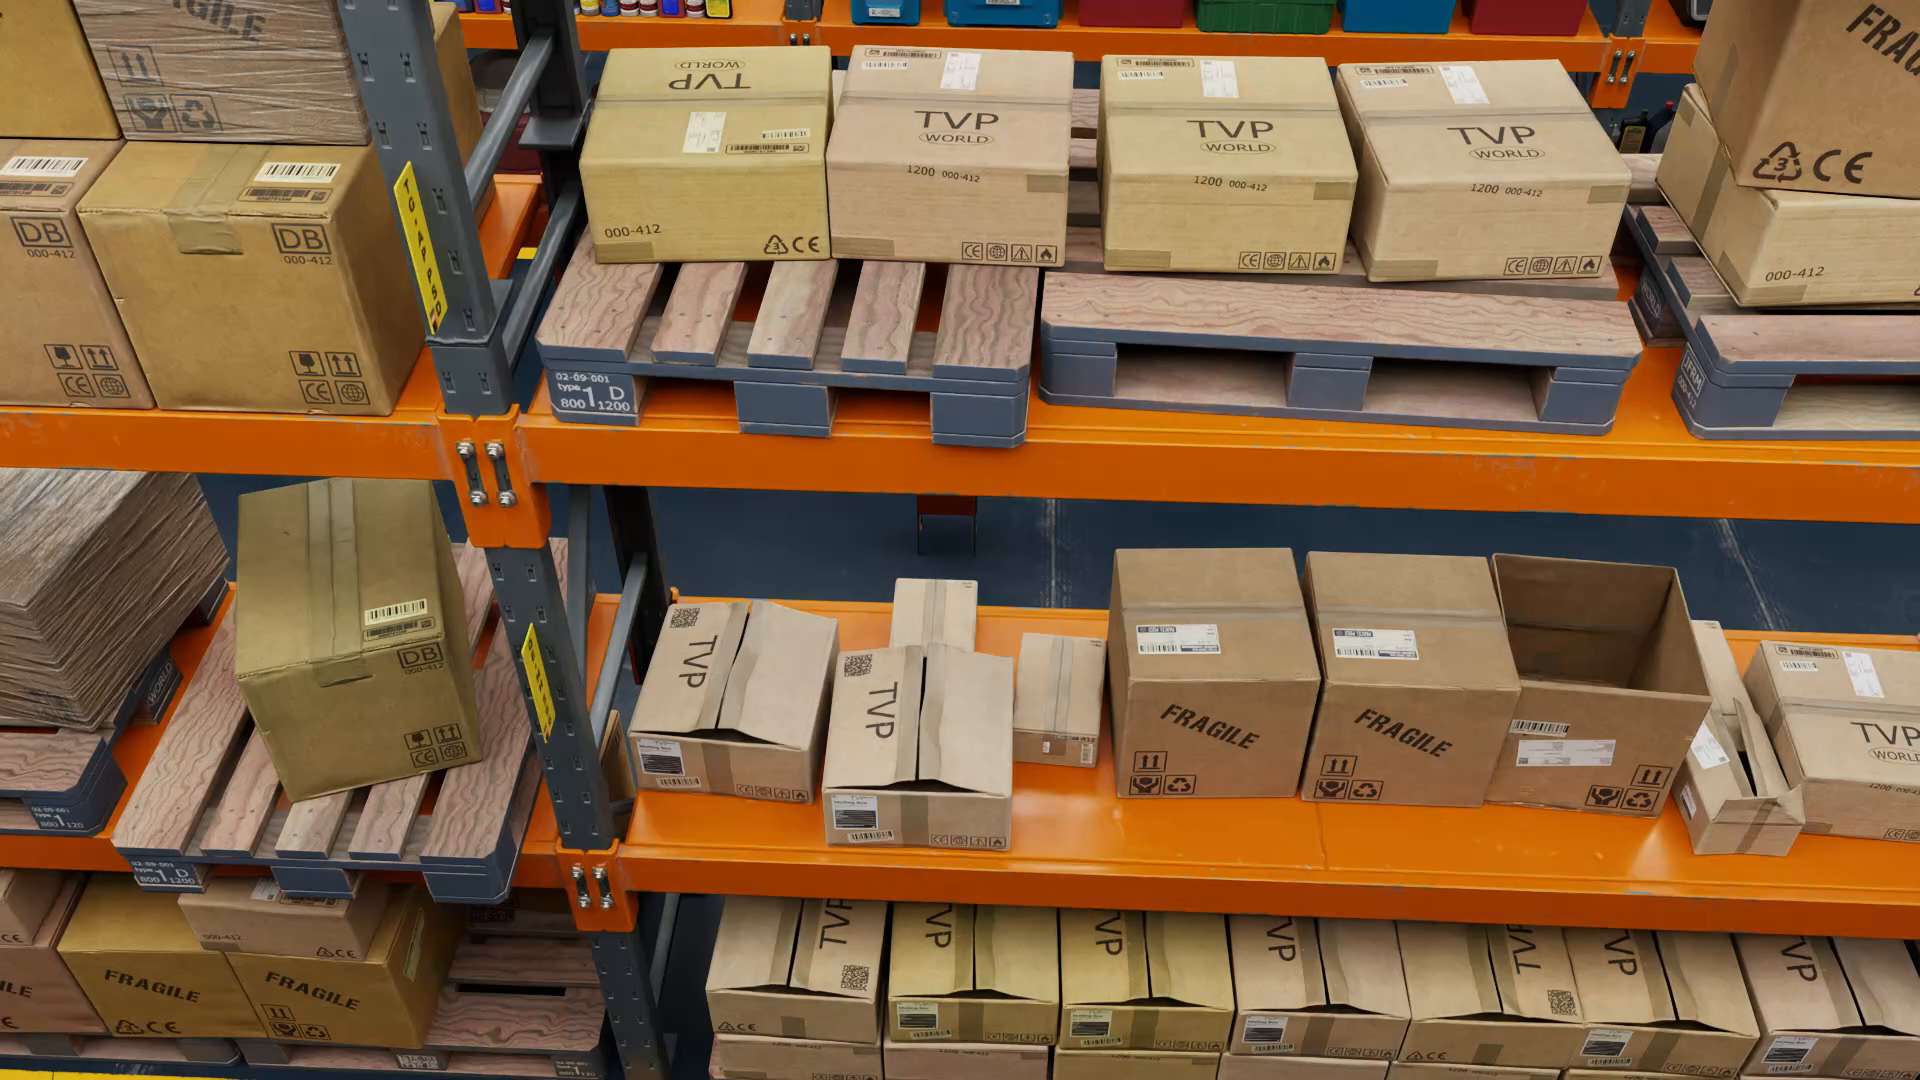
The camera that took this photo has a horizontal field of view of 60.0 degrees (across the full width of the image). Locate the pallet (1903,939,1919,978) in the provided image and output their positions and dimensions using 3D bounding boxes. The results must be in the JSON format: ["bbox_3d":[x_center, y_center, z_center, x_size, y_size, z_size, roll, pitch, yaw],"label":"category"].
[{"bbox_3d":[3.798,1.564,5.501,1.213,0.211,1.003,2,43,2],"label":"pallet"}]

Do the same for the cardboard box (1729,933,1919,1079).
[{"bbox_3d":[2.588,1.321,5.014,0.500,0.311,0.500,2,43,2],"label":"cardboard box"}]

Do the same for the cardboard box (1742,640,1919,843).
[{"bbox_3d":[2.512,0.561,4.643,0.500,0.250,0.500,4,43,5],"label":"cardboard box"}]

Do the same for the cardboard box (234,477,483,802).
[{"bbox_3d":[-1.625,0.235,4.501,0.500,0.500,0.700,-12,44,-12],"label":"cardboard box"}]

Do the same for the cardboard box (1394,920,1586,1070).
[{"bbox_3d":[1.570,1.292,5.045,0.500,0.311,0.500,2,43,2],"label":"cardboard box"}]

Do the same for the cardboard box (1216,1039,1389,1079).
[{"bbox_3d":[1.054,1.479,5.256,0.500,0.250,0.500,3,43,3],"label":"cardboard box"}]

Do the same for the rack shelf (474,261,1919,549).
[{"bbox_3d":[1.008,-0.405,3.896,4.000,0.370,1.077,2,43,2],"label":"rack shelf"}]

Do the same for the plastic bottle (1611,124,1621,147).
[{"bbox_3d":[3.609,-2.220,9.248,0.097,0.201,0.097,0,43,0],"label":"plastic bottle"}]

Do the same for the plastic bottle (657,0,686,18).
[{"bbox_3d":[-1.417,-2.691,8.109,0.133,0.283,0.061,2,43,2],"label":"plastic bottle"}]

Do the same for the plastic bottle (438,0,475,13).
[{"bbox_3d":[-2.486,-2.777,8.152,0.185,0.351,0.144,2,43,2],"label":"plastic bottle"}]

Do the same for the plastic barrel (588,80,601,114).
[{"bbox_3d":[-1.821,-2.208,9.022,0.421,0.512,0.421,0,43,0],"label":"plastic barrel"}]

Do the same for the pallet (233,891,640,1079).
[{"bbox_3d":[-1.734,1.340,5.742,1.213,0.211,1.003,2,43,2],"label":"pallet"}]

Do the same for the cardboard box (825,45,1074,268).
[{"bbox_3d":[-0.010,-0.849,3.647,0.500,0.250,0.500,3,43,3],"label":"cardboard box"}]

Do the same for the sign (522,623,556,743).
[{"bbox_3d":[-1.005,0.343,3.975,0.005,0.325,0.100,2,43,2],"label":"sign"}]

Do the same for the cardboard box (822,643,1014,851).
[{"bbox_3d":[-0.106,0.560,4.599,0.500,0.311,0.500,1,43,1],"label":"cardboard box"}]

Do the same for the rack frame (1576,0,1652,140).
[{"bbox_3d":[3.232,-2.882,8.228,0.127,3.000,1.000,2,43,2],"label":"rack frame"}]

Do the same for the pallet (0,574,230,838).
[{"bbox_3d":[-2.933,0.382,4.866,1.213,0.211,1.003,2,43,2],"label":"pallet"}]

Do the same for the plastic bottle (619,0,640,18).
[{"bbox_3d":[-1.629,-2.680,8.157,0.097,0.201,0.097,0,43,0],"label":"plastic bottle"}]

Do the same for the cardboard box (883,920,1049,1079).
[{"bbox_3d":[0.022,1.452,5.286,0.500,0.250,0.500,1,43,1],"label":"cardboard box"}]

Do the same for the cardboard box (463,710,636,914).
[{"bbox_3d":[-1.432,0.913,5.665,0.500,0.500,0.500,3,43,4],"label":"cardboard box"}]

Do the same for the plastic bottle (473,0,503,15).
[{"bbox_3d":[-2.329,-2.719,8.139,0.133,0.283,0.061,2,43,2],"label":"plastic bottle"}]

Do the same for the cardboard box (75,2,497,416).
[{"bbox_3d":[-1.428,-0.756,3.673,0.500,0.500,0.910,2,43,2],"label":"cardboard box"}]

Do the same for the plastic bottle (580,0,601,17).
[{"bbox_3d":[-1.824,-2.686,8.164,0.097,0.201,0.097,0,43,0],"label":"plastic bottle"}]

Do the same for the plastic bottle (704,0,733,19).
[{"bbox_3d":[-1.187,-2.684,8.101,0.133,0.283,0.061,2,43,2],"label":"plastic bottle"}]

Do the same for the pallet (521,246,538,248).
[{"bbox_3d":[-2.769,-2.019,9.348,1.213,0.211,1.003,2,43,2],"label":"pallet"}]

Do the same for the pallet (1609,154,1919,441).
[{"bbox_3d":[2.124,-0.555,3.670,1.217,0.209,0.805,0,43,0],"label":"pallet"}]

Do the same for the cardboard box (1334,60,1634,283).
[{"bbox_3d":[1.098,-0.806,3.601,0.500,0.250,0.500,-2,43,-2],"label":"cardboard box"}]

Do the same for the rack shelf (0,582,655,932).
[{"bbox_3d":[-2.988,0.570,5.051,4.000,0.370,1.077,2,43,2],"label":"rack shelf"}]

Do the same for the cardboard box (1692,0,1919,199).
[{"bbox_3d":[1.821,-1.027,3.289,0.500,0.500,0.500,6,43,6],"label":"cardboard box"}]

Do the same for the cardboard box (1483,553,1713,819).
[{"bbox_3d":[1.713,0.404,4.628,0.500,0.500,0.500,5,43,5],"label":"cardboard box"}]

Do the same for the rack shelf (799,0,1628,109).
[{"bbox_3d":[1.234,-2.680,8.539,4.000,0.370,1.077,2,43,2],"label":"rack shelf"}]

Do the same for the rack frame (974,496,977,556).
[{"bbox_3d":[0.068,-0.382,6.975,0.008,1.050,0.200,2,43,2],"label":"rack frame"}]

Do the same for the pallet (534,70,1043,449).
[{"bbox_3d":[-0.308,-0.700,3.824,1.003,0.211,1.213,4,43,4],"label":"pallet"}]

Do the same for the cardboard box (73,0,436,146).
[{"bbox_3d":[-1.426,-1.149,3.361,0.500,0.500,0.500,2,43,2],"label":"cardboard box"}]

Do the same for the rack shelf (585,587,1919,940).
[{"bbox_3d":[1.008,0.693,4.919,4.000,0.370,1.077,2,43,2],"label":"rack shelf"}]

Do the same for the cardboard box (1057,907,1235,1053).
[{"bbox_3d":[0.554,1.259,5.081,0.500,0.311,0.500,1,43,1],"label":"cardboard box"}]

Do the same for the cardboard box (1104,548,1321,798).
[{"bbox_3d":[0.687,0.372,4.662,0.500,0.500,0.500,0,43,0],"label":"cardboard box"}]

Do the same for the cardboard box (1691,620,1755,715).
[{"bbox_3d":[2.130,0.417,4.872,0.250,0.149,0.380,2,43,2],"label":"cardboard box"}]

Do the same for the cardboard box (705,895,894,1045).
[{"bbox_3d":[-0.480,1.232,5.110,0.500,0.311,0.500,3,43,3],"label":"cardboard box"}]

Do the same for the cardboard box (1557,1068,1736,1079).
[{"bbox_3d":[2.073,1.511,5.221,0.500,0.250,0.500,1,43,1],"label":"cardboard box"}]

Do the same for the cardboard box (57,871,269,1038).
[{"bbox_3d":[-2.452,1.237,5.318,0.500,0.500,0.500,0,43,0],"label":"cardboard box"}]

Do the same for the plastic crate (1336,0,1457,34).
[{"bbox_3d":[2.116,-2.698,8.043,0.575,0.384,0.392,2,43,2],"label":"plastic crate"}]

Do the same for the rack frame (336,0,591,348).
[{"bbox_3d":[-0.990,-1.827,2.695,0.127,3.000,1.000,2,43,2],"label":"rack frame"}]

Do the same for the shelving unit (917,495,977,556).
[{"bbox_3d":[-0.053,-0.386,6.979,0.252,1.050,0.215,2,43,2],"label":"shelving unit"}]

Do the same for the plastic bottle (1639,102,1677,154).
[{"bbox_3d":[3.889,-2.250,9.171,0.185,0.351,0.144,1,43,1],"label":"plastic bottle"}]

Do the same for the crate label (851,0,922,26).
[{"bbox_3d":[-0.360,-2.675,8.129,0.416,0.233,0.303,2,43,2],"label":"crate label"}]

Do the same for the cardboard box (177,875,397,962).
[{"bbox_3d":[-1.992,0.980,5.044,0.500,0.250,0.500,3,43,4],"label":"cardboard box"}]

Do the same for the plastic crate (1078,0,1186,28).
[{"bbox_3d":[0.837,-2.770,8.061,0.583,0.464,0.402,2,43,2],"label":"plastic crate"}]
